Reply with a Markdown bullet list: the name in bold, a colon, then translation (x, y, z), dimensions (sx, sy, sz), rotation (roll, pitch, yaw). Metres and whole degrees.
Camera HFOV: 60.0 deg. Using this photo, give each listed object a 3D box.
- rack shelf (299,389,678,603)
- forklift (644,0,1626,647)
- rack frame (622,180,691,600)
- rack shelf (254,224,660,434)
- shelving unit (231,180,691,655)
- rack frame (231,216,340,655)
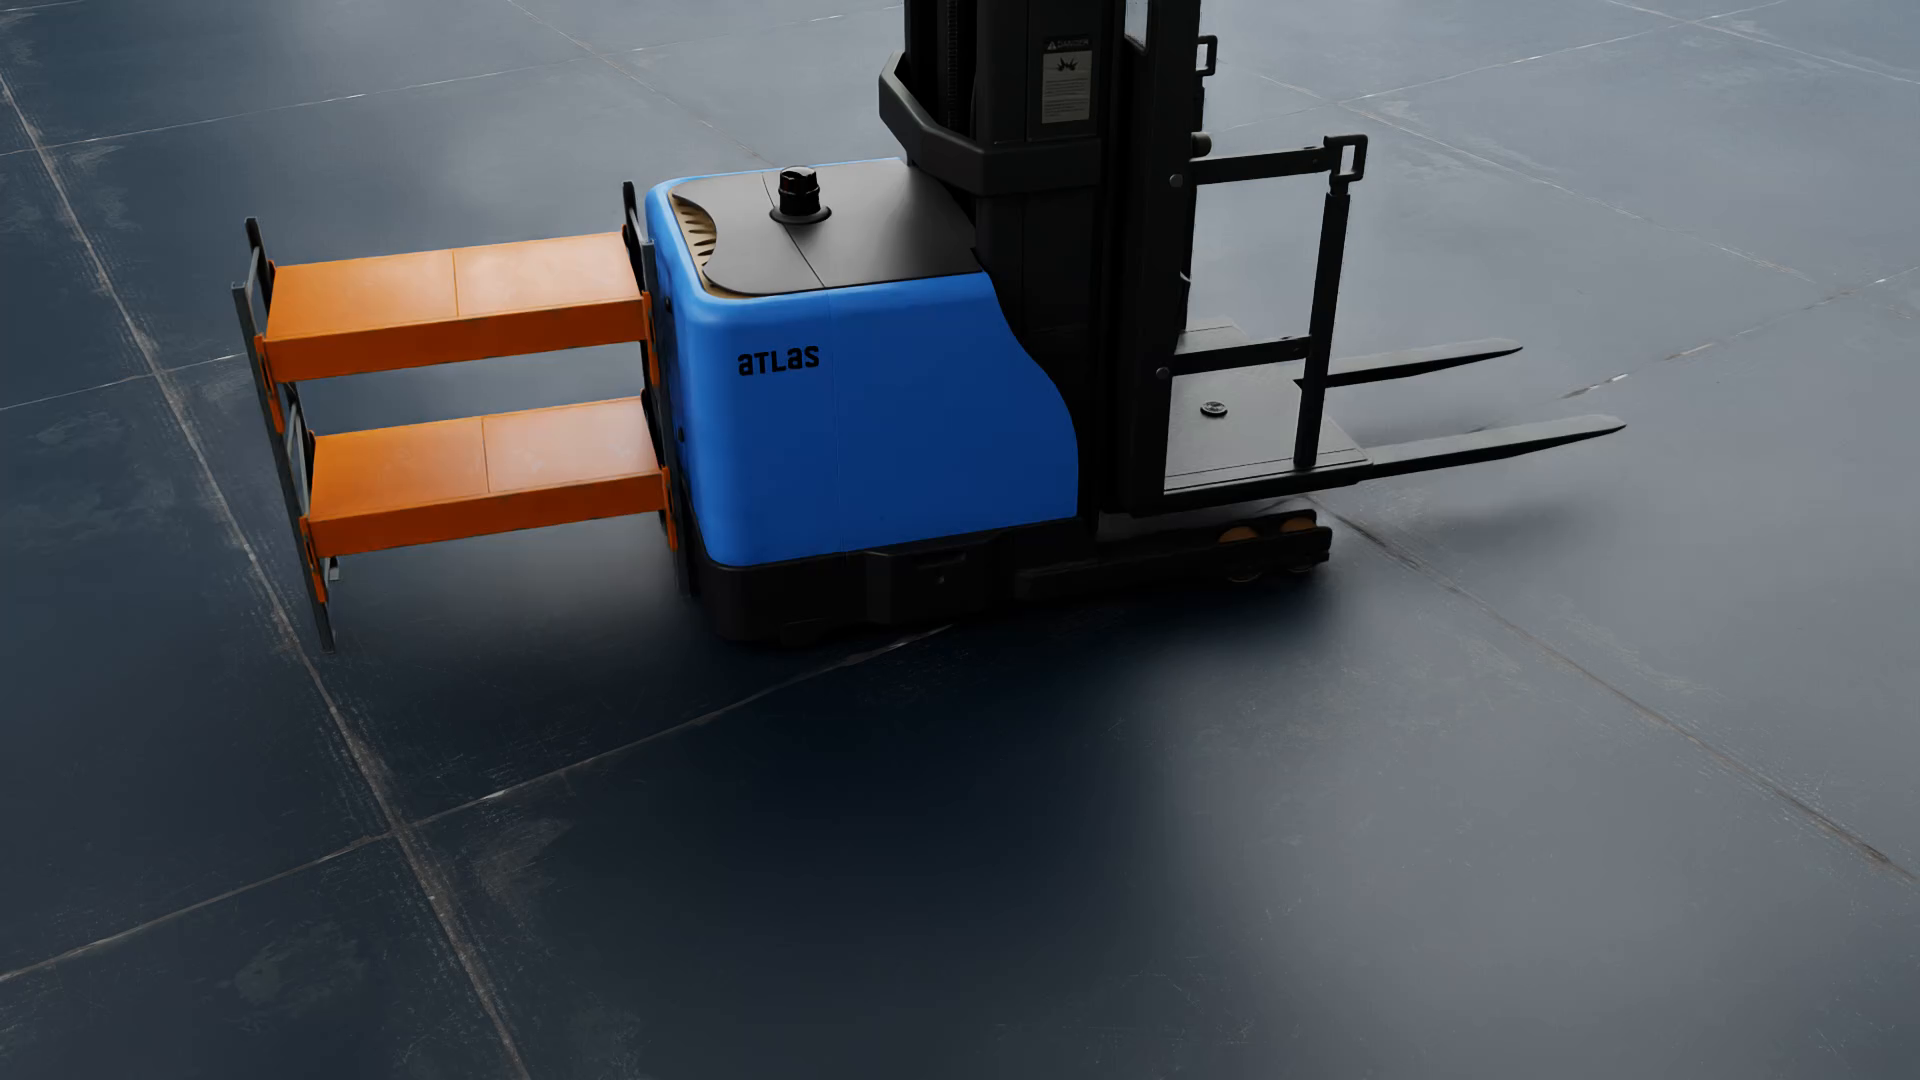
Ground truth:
- **rack shelf**: translation (-1.377, -0.146, 4.886), dimensions (1.000, 0.278, 0.538), rotation (-9, 33, -14)
- **forklift**: translation (0.630, -1.373, 4.680), dimensions (3.031, 2.935, 1.130), rotation (-9, 33, -14)
- **rack frame**: translation (-0.888, -0.428, 4.874), dimensions (0.032, 1.125, 0.500), rotation (-9, 33, -14)
- **rack shelf**: translation (-1.377, -0.601, 4.599), dimensions (1.000, 0.278, 0.538), rotation (-9, 33, -14)
- **shelving unit**: translation (-1.377, -0.353, 4.755), dimensions (1.048, 1.125, 0.538), rotation (-9, 33, -14)
- **rack frame**: translation (-1.865, -0.278, 4.636), dimensions (0.032, 1.125, 0.500), rotation (-9, 33, -14)
